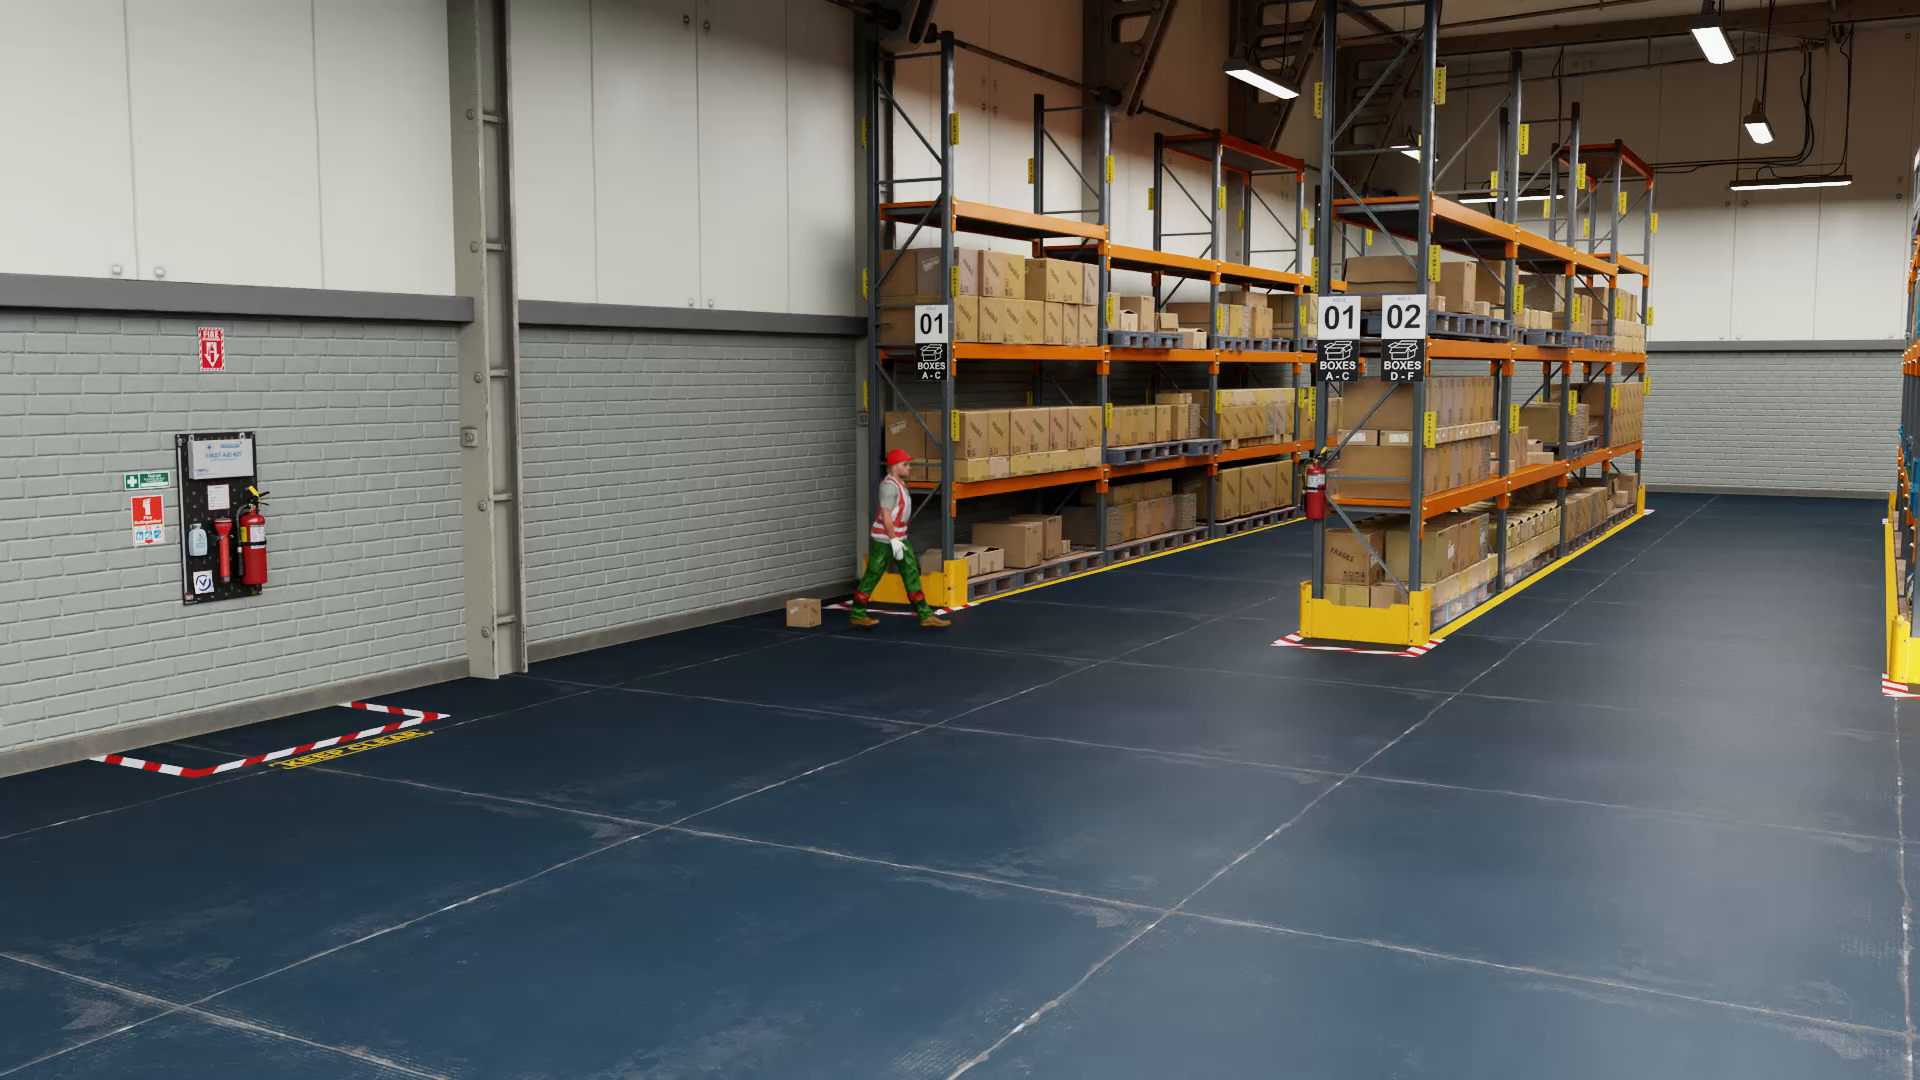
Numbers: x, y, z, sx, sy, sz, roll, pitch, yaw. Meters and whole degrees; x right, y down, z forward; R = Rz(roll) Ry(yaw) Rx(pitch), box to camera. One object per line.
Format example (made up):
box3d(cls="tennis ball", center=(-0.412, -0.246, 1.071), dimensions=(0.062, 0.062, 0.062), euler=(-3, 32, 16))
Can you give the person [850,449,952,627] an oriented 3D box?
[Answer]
box3d(cls="person", center=(-0.599, -0.016, 16.018), dimensions=(0.989, 1.723, 0.579), euler=(2, 6, 20))
